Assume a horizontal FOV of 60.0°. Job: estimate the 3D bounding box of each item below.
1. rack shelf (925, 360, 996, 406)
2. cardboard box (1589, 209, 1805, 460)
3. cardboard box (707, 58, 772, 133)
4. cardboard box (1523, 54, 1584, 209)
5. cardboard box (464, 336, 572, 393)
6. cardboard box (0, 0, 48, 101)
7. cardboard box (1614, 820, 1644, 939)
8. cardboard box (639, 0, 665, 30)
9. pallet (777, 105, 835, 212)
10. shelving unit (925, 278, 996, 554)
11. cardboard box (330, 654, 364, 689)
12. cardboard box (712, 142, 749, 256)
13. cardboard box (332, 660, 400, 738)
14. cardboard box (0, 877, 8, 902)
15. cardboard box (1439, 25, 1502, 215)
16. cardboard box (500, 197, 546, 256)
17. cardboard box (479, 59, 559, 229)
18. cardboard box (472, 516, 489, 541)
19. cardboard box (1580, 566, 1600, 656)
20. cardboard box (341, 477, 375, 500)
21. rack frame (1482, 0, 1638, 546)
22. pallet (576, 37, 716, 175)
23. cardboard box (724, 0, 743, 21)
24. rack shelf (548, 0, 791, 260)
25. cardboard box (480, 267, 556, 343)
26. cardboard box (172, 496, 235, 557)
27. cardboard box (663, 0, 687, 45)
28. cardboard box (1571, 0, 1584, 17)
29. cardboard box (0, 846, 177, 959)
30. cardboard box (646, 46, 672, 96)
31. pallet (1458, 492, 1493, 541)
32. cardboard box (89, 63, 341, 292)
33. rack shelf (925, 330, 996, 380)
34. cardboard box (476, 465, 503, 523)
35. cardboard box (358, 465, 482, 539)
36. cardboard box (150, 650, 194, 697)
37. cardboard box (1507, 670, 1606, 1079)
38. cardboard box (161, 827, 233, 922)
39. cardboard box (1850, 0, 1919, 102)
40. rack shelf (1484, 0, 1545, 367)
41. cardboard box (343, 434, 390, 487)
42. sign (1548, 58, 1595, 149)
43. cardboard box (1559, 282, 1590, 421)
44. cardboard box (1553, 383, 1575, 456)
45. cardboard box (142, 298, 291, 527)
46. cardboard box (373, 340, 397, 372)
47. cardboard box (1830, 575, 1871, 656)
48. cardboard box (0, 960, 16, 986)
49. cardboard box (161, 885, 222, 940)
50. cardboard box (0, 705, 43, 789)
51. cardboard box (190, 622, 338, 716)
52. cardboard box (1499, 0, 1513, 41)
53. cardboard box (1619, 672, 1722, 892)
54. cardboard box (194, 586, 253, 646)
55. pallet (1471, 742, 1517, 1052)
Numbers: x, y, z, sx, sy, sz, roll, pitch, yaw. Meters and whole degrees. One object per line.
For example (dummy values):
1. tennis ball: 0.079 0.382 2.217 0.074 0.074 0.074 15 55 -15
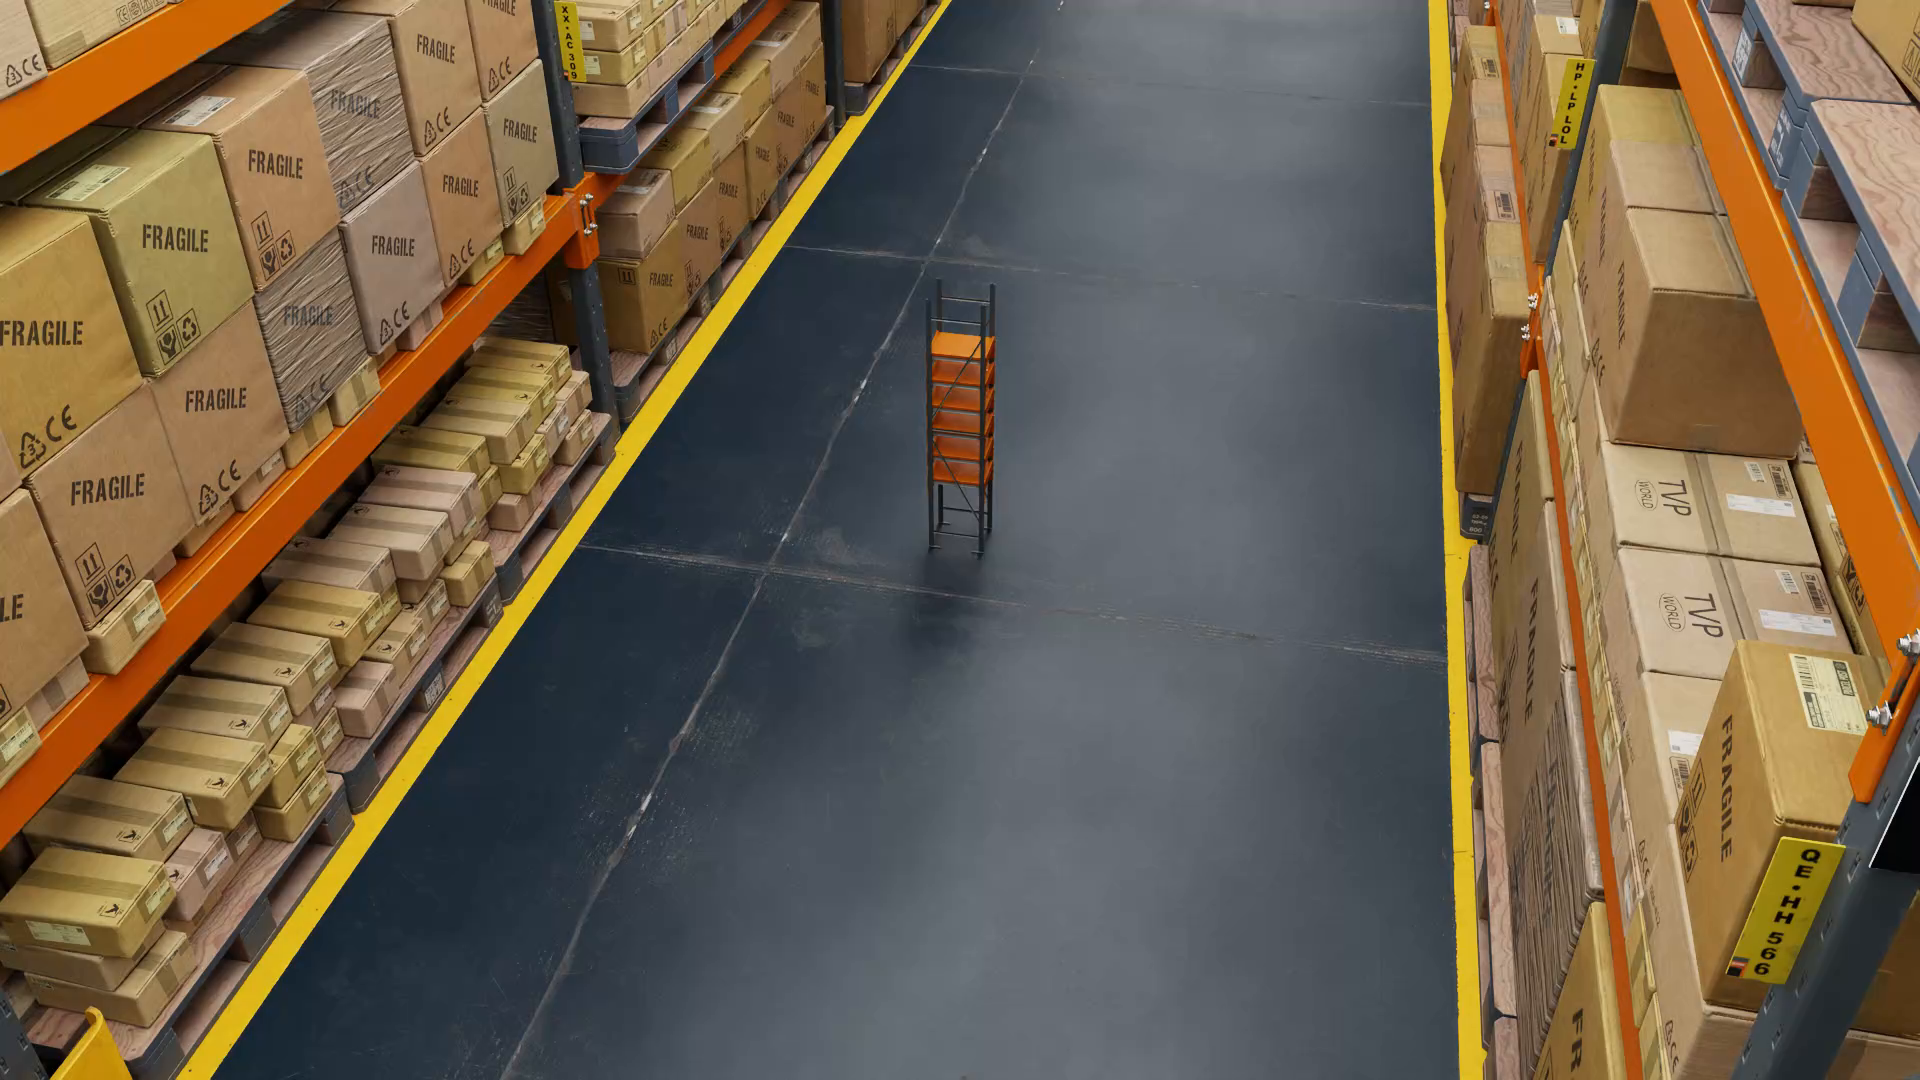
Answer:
1. rack shelf: 0.003 -0.652 6.795 0.258 0.103 0.180 7 37 10
2. cardboard box: 2.139 -0.592 4.746 0.500 0.500 0.500 6 36 8
3. cardboard box: -1.370 -2.481 9.250 0.500 0.250 0.500 8 37 11
4. cardboard box: 2.656 -1.677 6.923 0.500 0.500 0.500 8 37 11
5. cardboard box: -1.935 -0.751 7.295 0.380 0.149 0.250 8 37 11
6. cardboard box: -2.506 -1.118 3.809 0.500 0.250 0.500 8 37 11
7. cardboard box: 1.719 0.804 3.798 0.380 0.149 0.250 7 37 10
8. cardboard box: -1.527 -2.369 7.312 0.380 0.149 0.250 8 37 11
9. pallet: -1.428 -2.447 10.447 1.003 0.211 1.213 7 37 10
10. shelving unit: 0.003 -0.494 6.909 0.258 1.200 0.189 7 37 10
11. cardboard box: -2.384 0.398 5.963 0.380 0.149 0.250 9 37 12
12. cardboard box: -1.487 -1.885 9.067 0.500 0.500 0.500 8 37 11
13. cardboard box: -2.260 0.560 5.993 0.380 0.149 0.250 6 36 8
14. cardboard box: -3.134 1.088 5.011 0.380 0.149 0.250 6 36 9
15. cardboard box: 3.397 -2.261 9.267 1.225 0.875 0.875 6 36 8
16. cardboard box: -1.895 -1.275 6.667 0.380 0.149 0.250 6 36 9
17. cardboard box: -1.941 -1.579 6.534 0.500 0.500 0.500 7 37 10
18. cardboard box: -2.170 -0.045 6.828 0.380 0.149 0.250 6 36 9
19. cardboard box: 1.937 0.222 4.602 0.380 0.149 0.250 8 37 11
20. cardboard box: -2.547 -0.245 6.849 0.380 0.149 0.250 6 36 8
21. rack frame: 2.710 -1.051 6.145 1.000 3.000 0.127 7 37 10
22. pallet: -1.808 -2.073 7.718 1.003 0.211 1.213 7 37 10
23. cardboard box: -1.307 -2.717 8.299 0.380 0.149 0.250 7 36 9
24. rack shelf: -1.687 -2.586 8.876 1.077 0.370 4.000 7 37 10
25. cardboard box: -2.202 -1.345 8.322 0.500 0.500 0.500 7 36 9
26. cardboard box: -2.452 -0.098 5.043 0.380 0.149 0.250 7 37 10
27. cardboard box: -1.472 -2.385 7.587 0.380 0.149 0.250 8 37 11
28. cardboard box: 3.114 -2.616 7.363 0.797 0.503 0.637 8 37 11
29. cardboard box: -2.524 1.048 4.813 0.380 0.149 0.250 6 36 8
30. cardboard box: -1.527 -2.127 7.485 0.380 0.149 0.250 8 37 11
31. pallet: 2.801 -0.374 7.586 1.003 0.211 1.213 7 37 10
32. cardboard box: -2.273 -1.106 5.029 0.500 0.500 0.500 6 36 8
33. rack shelf: 0.003 -0.750 6.724 0.258 0.103 0.180 7 37 10
34. cardboard box: -2.105 -0.203 6.792 0.380 0.149 0.250 8 37 10
35. cardboard box: -2.097 -0.150 6.466 0.380 0.149 0.250 6 36 8
36. cardboard box: -2.927 0.491 5.835 0.380 0.149 0.250 8 37 11
37. cardboard box: 2.109 1.033 4.721 0.875 0.875 0.875 7 37 10
38. cardboard box: -2.492 1.008 5.121 0.380 0.149 0.250 7 37 10
39. cardboard box: 2.216 -1.139 3.181 0.700 0.500 0.500 5 36 7
40. rack shelf: 3.137 -1.907 7.938 1.077 0.370 4.000 7 37 10
41. cardboard box: -2.546 -0.362 6.758 0.380 0.149 0.250 6 36 9
42. sign: 2.178 -1.551 5.914 0.100 0.325 0.005 7 37 10
43. cardboard box: 2.243 -0.590 5.383 0.500 0.250 0.500 7 37 10
44. cardboard box: 2.156 -0.369 5.417 0.380 0.149 0.250 6 36 9
45. cardboard box: -2.396 -0.411 4.922 0.500 0.500 0.500 8 37 11
46. cardboard box: -2.225 -0.686 5.854 0.380 0.149 0.250 7 36 9
47. cardboard box: 2.437 0.354 4.080 0.500 0.250 0.500 6 36 8
48. cardboard box: -3.059 1.218 5.084 0.380 0.149 0.250 8 37 11
49. cardboard box: -2.568 1.126 5.212 0.380 0.149 0.250 7 37 10
50. cardboard box: -2.579 0.519 4.192 0.380 0.149 0.250 7 37 10
51. cardboard box: -2.363 0.436 5.657 0.380 0.149 0.250 9 37 12
52. cardboard box: 3.087 -2.845 8.534 0.500 0.500 0.500 6 36 9
53. cardboard box: 1.809 0.580 3.768 0.500 0.250 0.500 7 36 9
54. cardboard box: -2.777 0.230 5.941 0.380 0.149 0.250 6 36 8
55. pallet: 2.213 1.205 5.407 1.003 0.211 1.213 7 37 10
